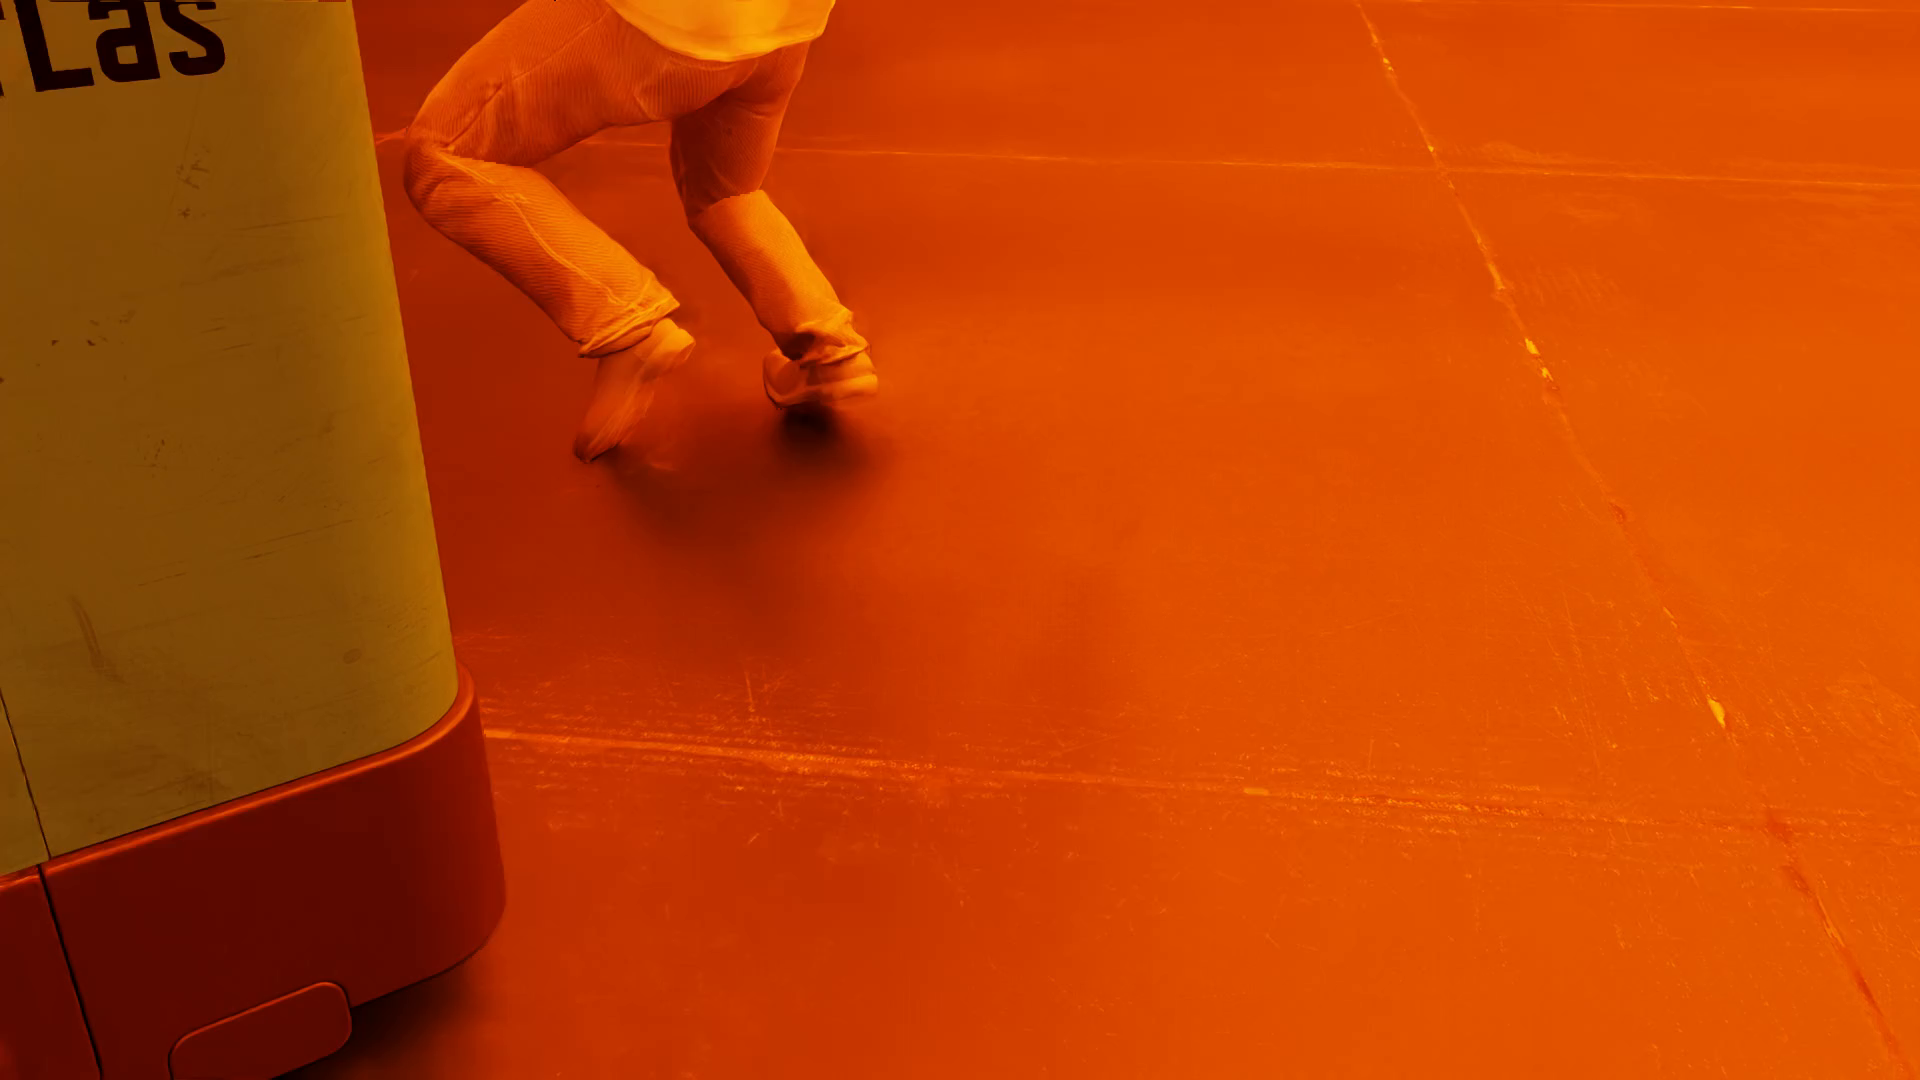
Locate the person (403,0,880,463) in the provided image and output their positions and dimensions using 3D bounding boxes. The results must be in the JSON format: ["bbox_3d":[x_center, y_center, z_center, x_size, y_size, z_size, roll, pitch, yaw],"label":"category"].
[{"bbox_3d":[-0.456,-0.860,2.438,0.818,1.630,1.015,17,31,31],"label":"person"}]

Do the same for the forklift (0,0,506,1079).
[{"bbox_3d":[-1.941,-0.674,0.568,3.031,2.935,1.130,-17,31,-31],"label":"forklift"}]
